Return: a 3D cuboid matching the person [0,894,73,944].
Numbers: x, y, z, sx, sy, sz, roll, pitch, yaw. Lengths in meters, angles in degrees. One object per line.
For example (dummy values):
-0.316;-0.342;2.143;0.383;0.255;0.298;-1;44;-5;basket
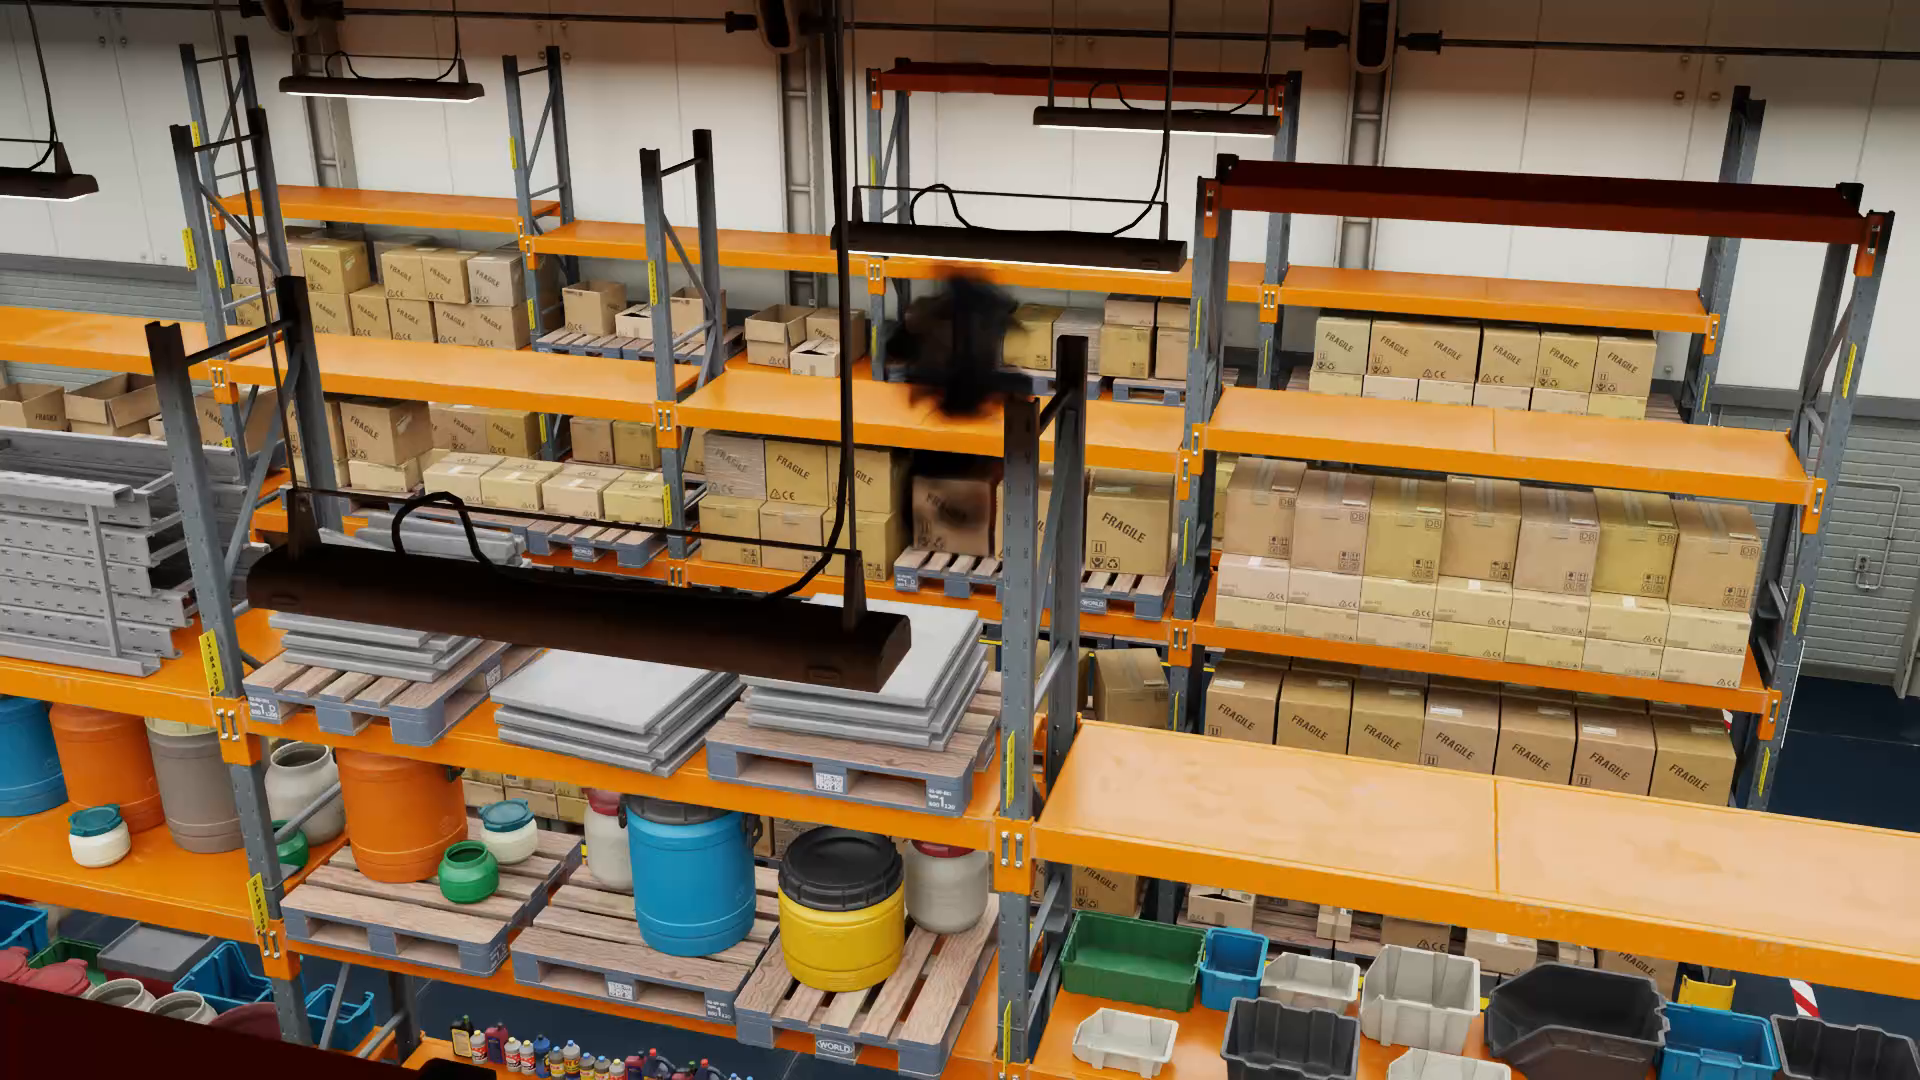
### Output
-6.664;2.707;12.047;0.713;1.747;0.636;4;23;10;person
